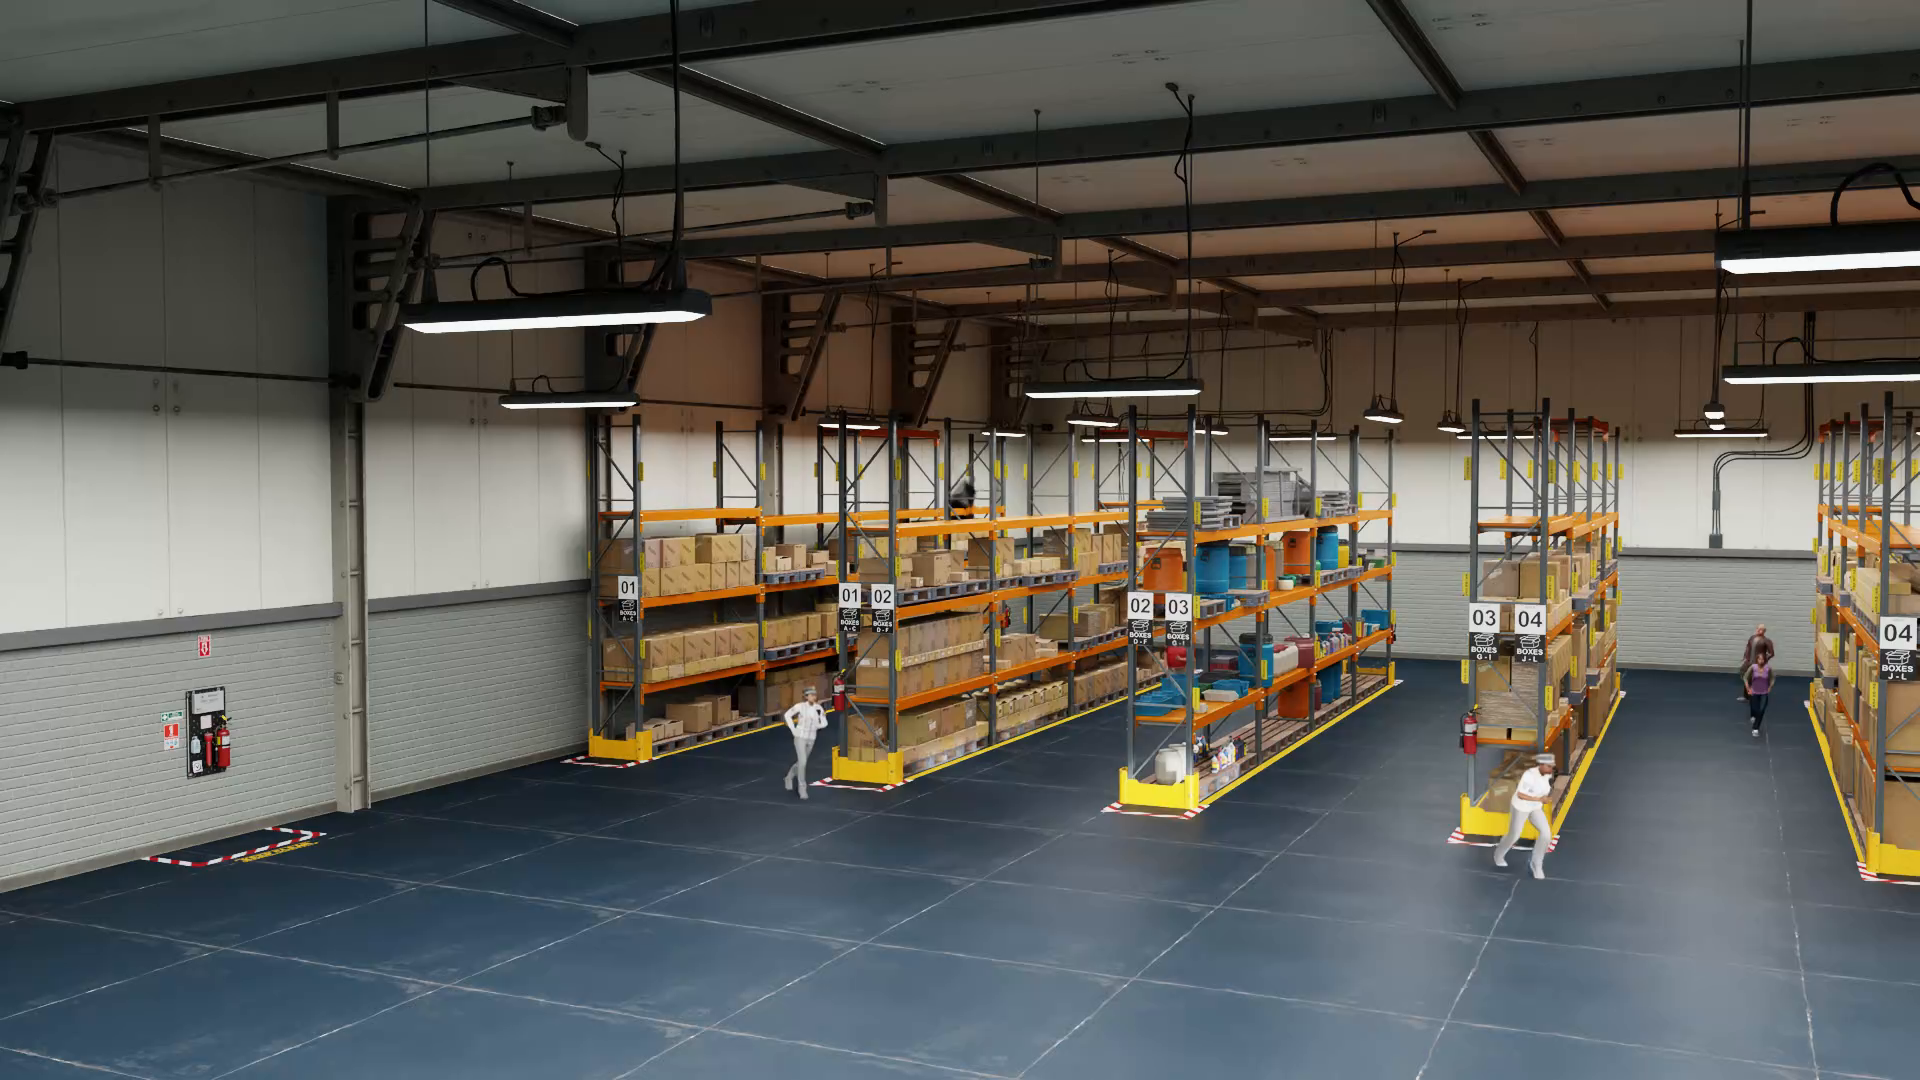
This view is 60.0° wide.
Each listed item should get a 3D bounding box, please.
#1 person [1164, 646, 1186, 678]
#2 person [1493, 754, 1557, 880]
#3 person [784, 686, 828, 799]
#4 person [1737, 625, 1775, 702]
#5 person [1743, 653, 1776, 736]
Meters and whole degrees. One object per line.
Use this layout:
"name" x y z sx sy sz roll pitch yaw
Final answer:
"person" 4.451 2.721 33.924 0.652 1.743 0.968 1 2 19
"person" 7.027 3.396 20.636 0.613 1.607 0.969 -1 3 -26
"person" -2.388 3.112 25.845 0.608 1.720 0.844 -2 3 -33
"person" 17.241 2.672 35.966 0.584 1.695 0.739 -1 3 -26
"person" 15.228 2.932 31.694 0.558 1.564 0.546 1 2 19
